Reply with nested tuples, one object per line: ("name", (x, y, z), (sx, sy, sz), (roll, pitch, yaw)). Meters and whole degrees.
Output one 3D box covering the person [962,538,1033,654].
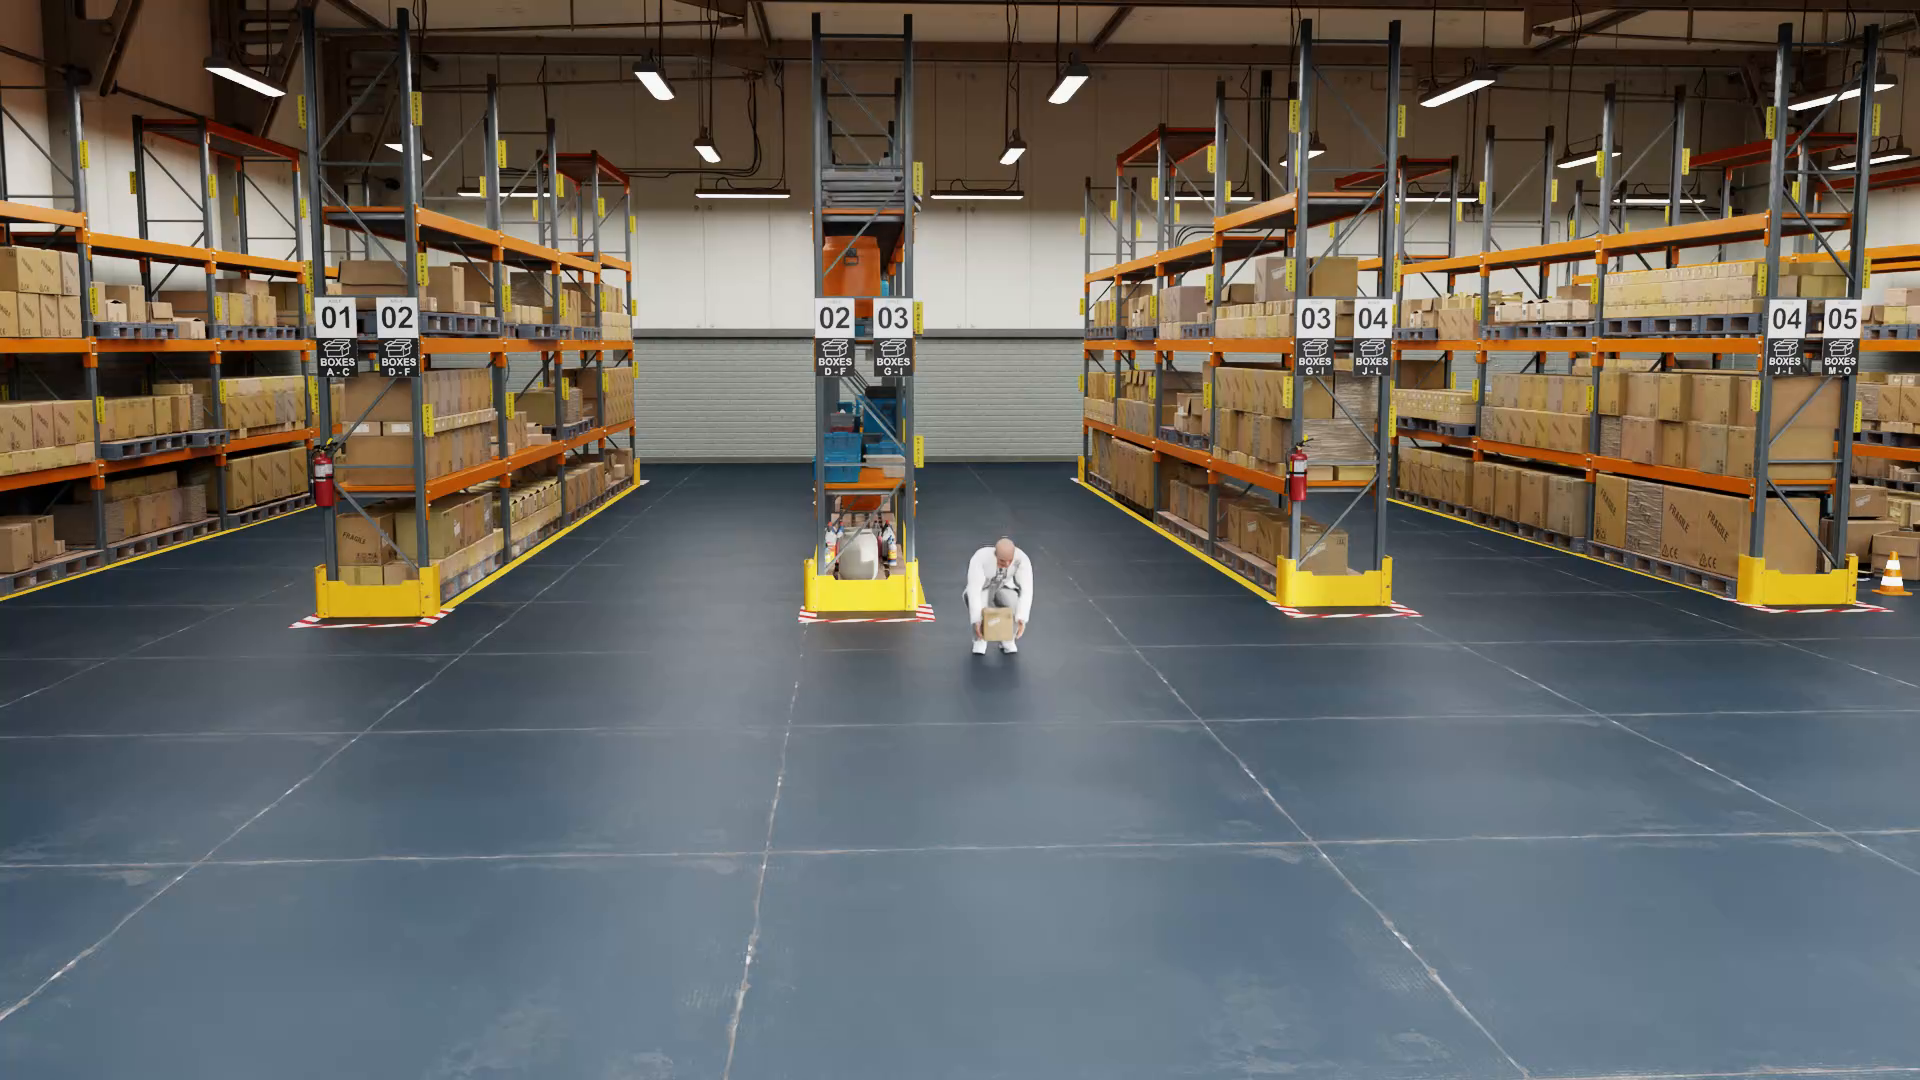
("person", (0.328, 0.490, 14.778), (0.608, 1.045, 0.892), (0, 7, -4))
